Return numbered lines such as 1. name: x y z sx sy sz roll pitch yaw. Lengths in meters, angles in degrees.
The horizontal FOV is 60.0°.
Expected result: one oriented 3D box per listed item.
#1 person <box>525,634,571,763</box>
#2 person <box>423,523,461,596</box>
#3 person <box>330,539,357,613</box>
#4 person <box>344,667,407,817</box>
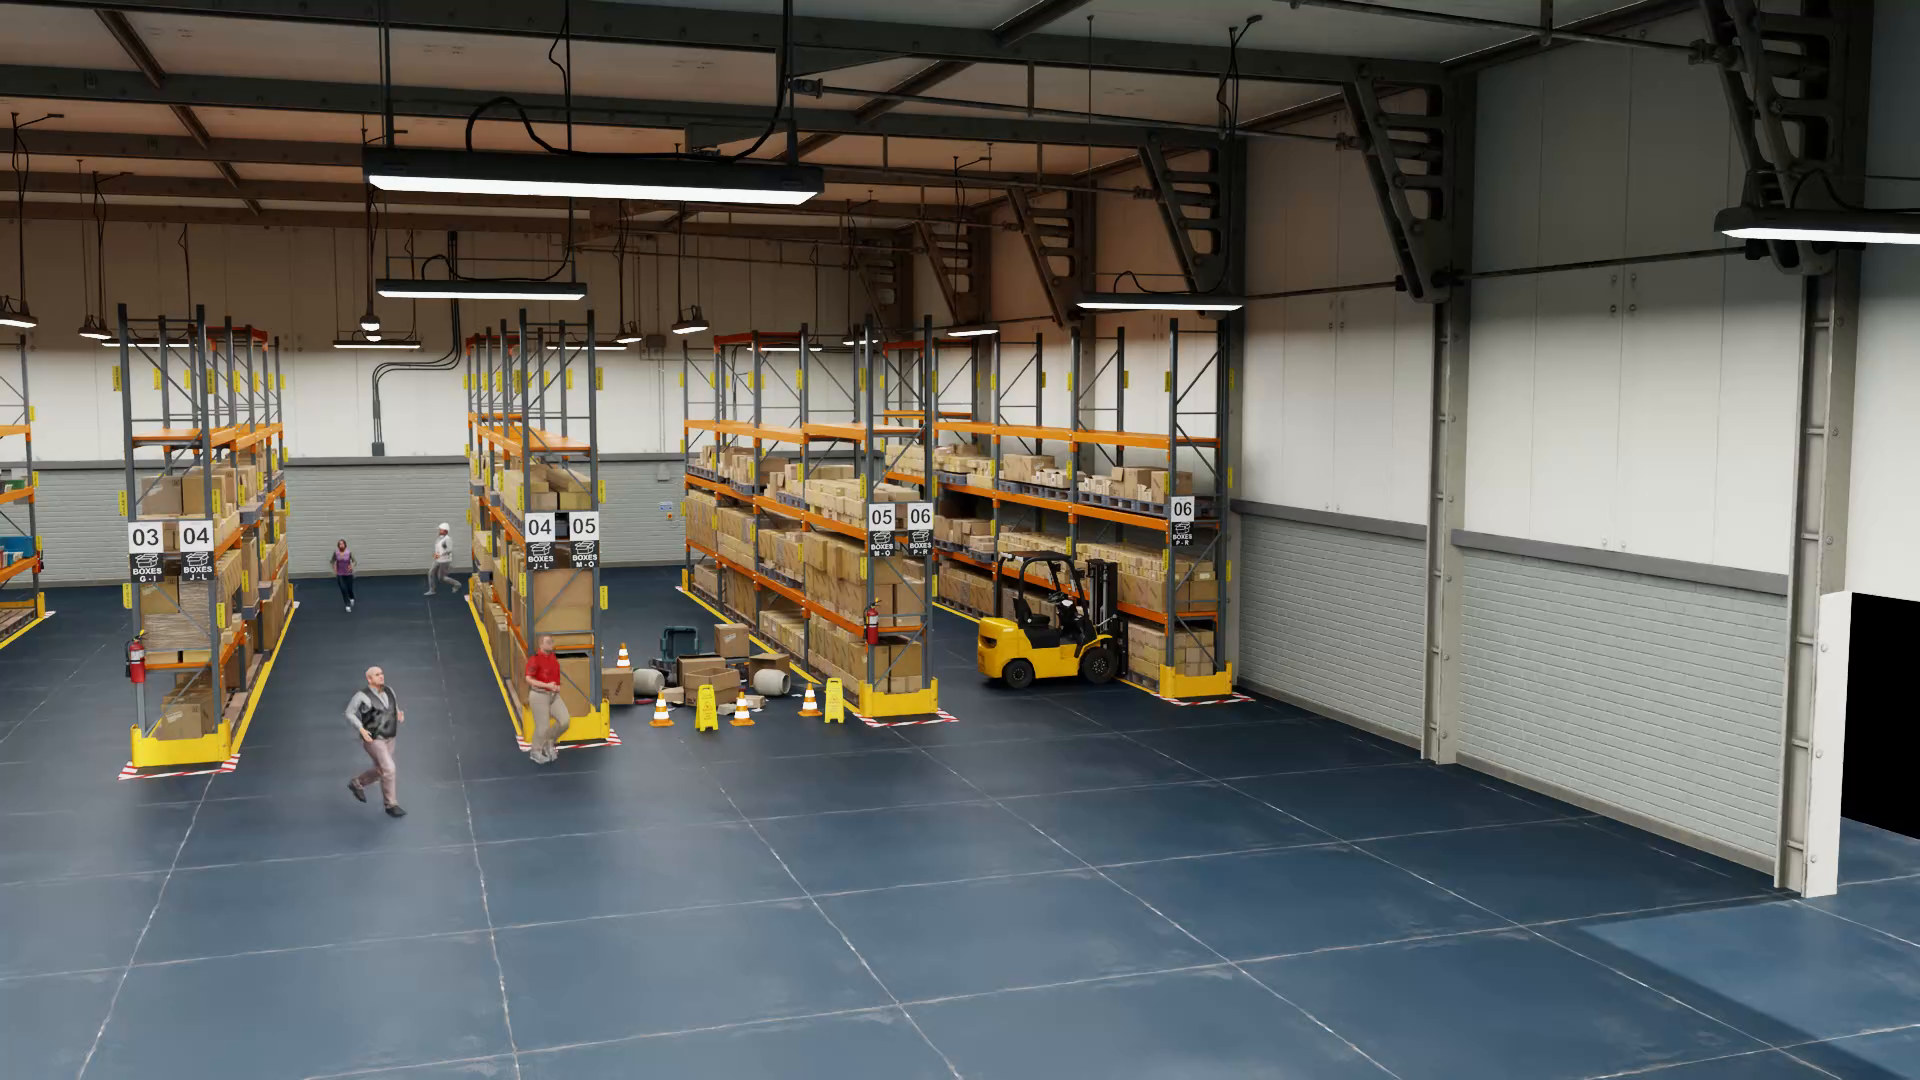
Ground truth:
1. person: -5.401 2.095 21.835 0.644 1.720 0.672 3 6 28
2. person: -12.116 0.459 38.960 0.832 1.716 0.696 -4 7 -35
3. person: -13.497 0.770 36.417 0.550 1.584 0.718 -2 6 -18
4. person: -6.792 2.325 19.308 0.862 1.731 0.590 2 6 23
